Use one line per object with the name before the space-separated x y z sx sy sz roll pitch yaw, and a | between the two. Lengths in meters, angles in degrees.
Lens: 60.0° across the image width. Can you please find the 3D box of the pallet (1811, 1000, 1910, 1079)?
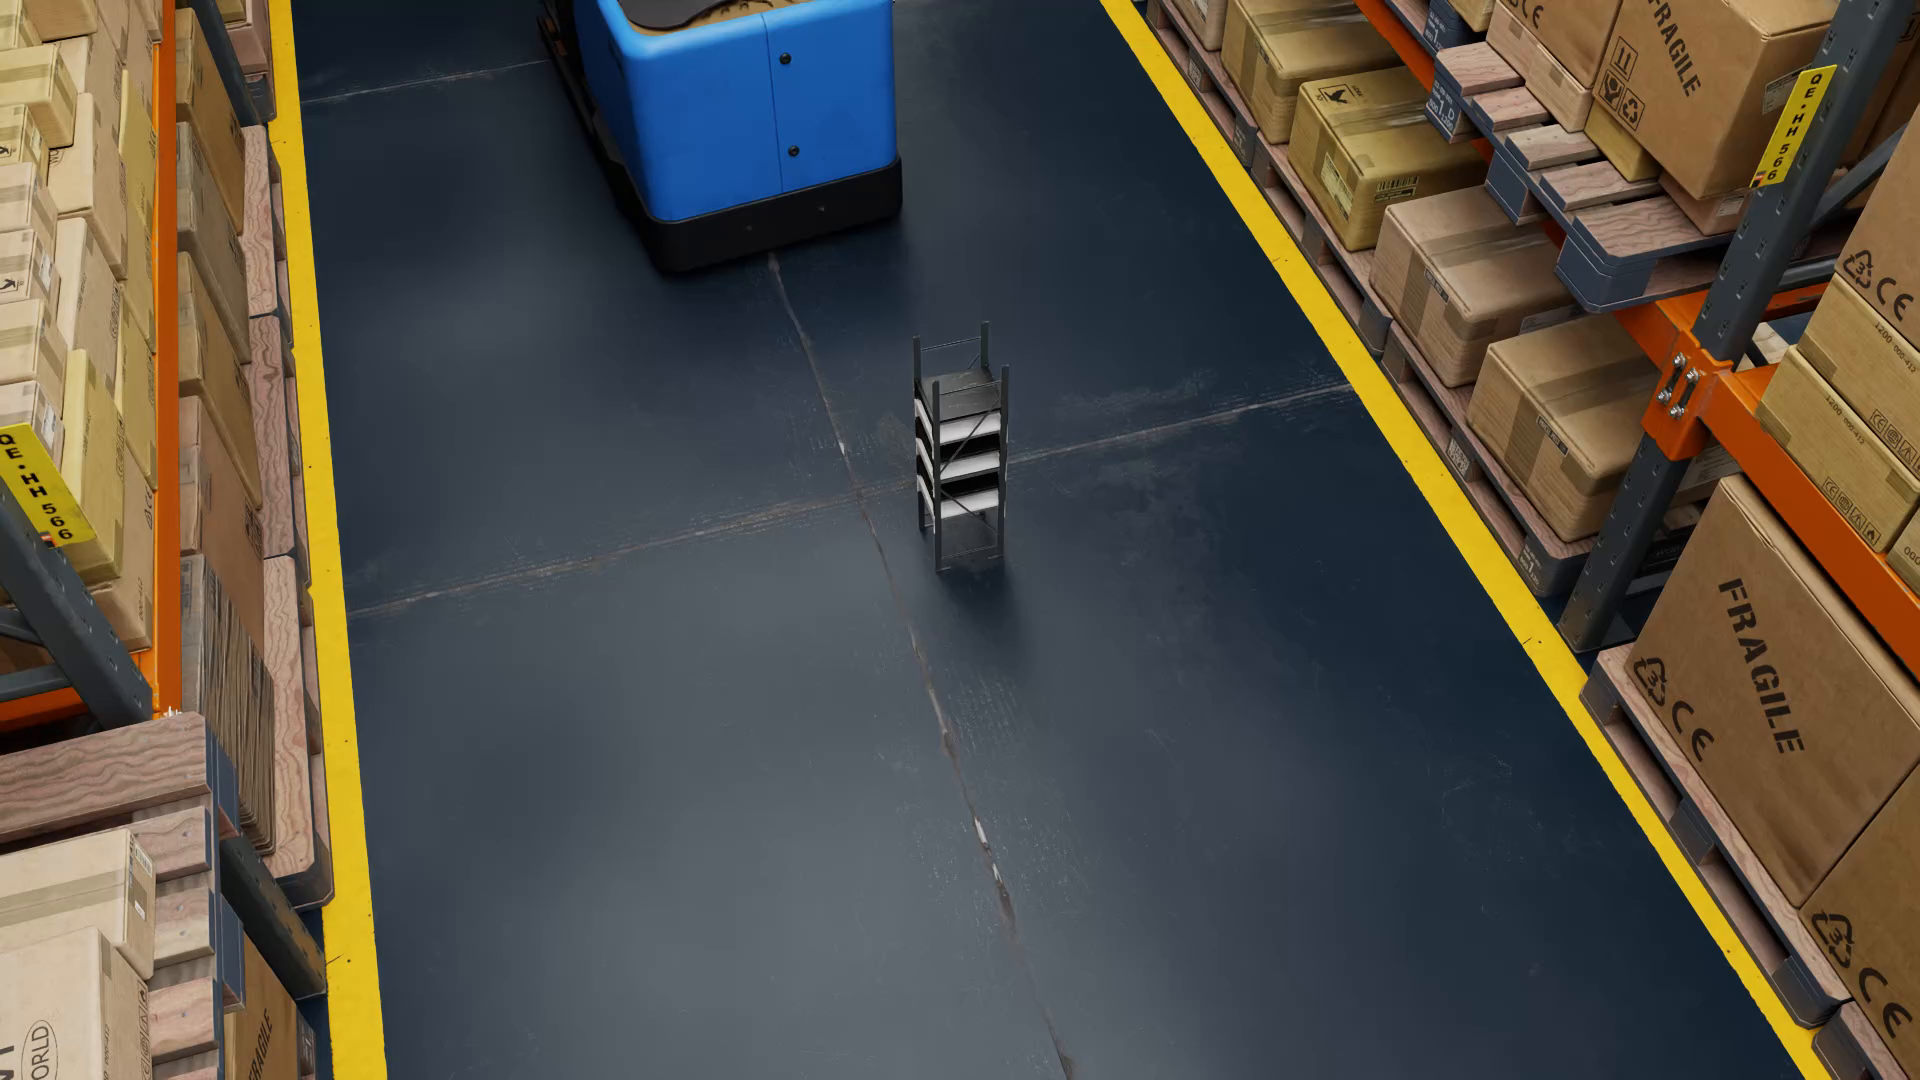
pallet | 2.986 1.634 4.234 1.003 0.211 1.213 -13 51 -11

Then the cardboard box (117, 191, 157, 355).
cardboard box | -2.474 -0.696 4.473 0.500 0.250 0.500 -15 51 -12

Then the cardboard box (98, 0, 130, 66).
cardboard box | -2.762 -1.606 4.913 0.500 0.250 0.500 -12 51 -10

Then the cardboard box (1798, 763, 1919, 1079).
cardboard box | 2.852 0.979 4.078 0.875 0.875 0.875 -13 51 -11

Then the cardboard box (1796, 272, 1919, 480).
cardboard box | 2.381 -0.433 3.925 0.500 0.250 0.500 -14 51 -11

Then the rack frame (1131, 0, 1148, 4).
rack frame | 1.284 -3.668 6.880 1.000 3.000 0.127 -13 51 -11

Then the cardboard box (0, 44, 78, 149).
cardboard box | -2.478 -1.103 4.228 0.380 0.149 0.250 -12 51 -10

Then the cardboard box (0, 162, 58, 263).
cardboard box | -2.356 -0.727 3.911 0.380 0.149 0.250 -13 51 -11

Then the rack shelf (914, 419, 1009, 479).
rack shelf | 0.002 -0.321 5.358 0.258 0.077 0.200 -13 51 -11

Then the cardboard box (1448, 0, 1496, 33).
cardboard box | 1.718 -1.724 5.131 0.380 0.149 0.250 -13 51 -10

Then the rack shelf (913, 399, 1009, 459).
rack shelf | 0.002 -0.379 5.289 0.258 0.077 0.200 -13 51 -11

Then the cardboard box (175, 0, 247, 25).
cardboard box | -3.304 -2.376 6.988 0.500 0.250 0.500 -14 51 -11

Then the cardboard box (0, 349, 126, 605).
cardboard box | -2.147 -0.119 3.660 0.500 0.250 0.500 -13 51 -11

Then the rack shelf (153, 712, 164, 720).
rack shelf | -1.682 2.071 2.513 1.077 0.370 4.000 -13 51 -11

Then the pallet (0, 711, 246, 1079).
pallet | -2.006 0.919 3.138 1.213 0.211 1.003 -13 51 -11

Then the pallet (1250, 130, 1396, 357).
pallet | 1.881 -1.308 6.715 1.003 0.211 1.213 -13 51 -11

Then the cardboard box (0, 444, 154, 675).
cardboard box | -2.171 0.047 3.846 0.500 0.250 0.500 -13 51 -11

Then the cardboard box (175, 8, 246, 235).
cardboard box | -3.291 -1.534 6.360 0.875 0.625 0.625 -11 51 -9

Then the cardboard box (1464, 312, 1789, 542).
cardboard box | 2.310 -0.450 5.611 0.950 0.372 0.625 -16 52 -13

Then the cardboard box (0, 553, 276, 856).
cardboard box | -2.445 0.550 4.603 0.875 0.625 0.625 -12 51 -10

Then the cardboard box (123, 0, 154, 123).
cardboard box | -2.786 -1.450 5.109 0.500 0.250 0.500 -13 51 -11

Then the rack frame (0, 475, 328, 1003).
rack frame | -2.273 0.378 3.469 1.000 3.000 0.127 -13 51 -11

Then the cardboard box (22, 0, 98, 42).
cardboard box | -2.584 -1.482 4.548 0.380 0.149 0.250 -15 51 -12

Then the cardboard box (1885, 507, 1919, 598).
cardboard box | 2.541 0.087 3.813 0.500 0.250 0.500 -15 51 -12

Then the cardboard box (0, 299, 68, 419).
cardboard box | -2.166 -0.357 3.599 0.380 0.149 0.250 -12 51 -10

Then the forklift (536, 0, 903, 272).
forklift | -1.276 -3.151 6.490 1.130 2.935 3.031 -18 52 -15

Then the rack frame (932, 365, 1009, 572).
rack frame | 0.032 -0.210 5.338 0.240 0.900 0.006 -13 51 -11

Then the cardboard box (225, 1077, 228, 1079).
cardboard box | -1.775 1.335 3.598 0.380 0.149 0.250 -16 52 -13

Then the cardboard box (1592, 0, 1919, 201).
cardboard box | 2.067 -1.279 4.332 0.500 0.500 0.500 -15 51 -12

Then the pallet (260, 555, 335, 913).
pallet | -2.479 0.667 5.050 1.003 0.211 1.213 -13 51 -11

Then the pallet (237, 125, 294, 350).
pallet | -3.201 -1.115 6.552 1.003 0.211 1.213 -13 51 -11

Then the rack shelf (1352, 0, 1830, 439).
rack shelf | 1.876 -1.975 5.924 1.077 0.370 4.000 -13 51 -11

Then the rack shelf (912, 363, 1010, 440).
rack shelf | 0.002 -0.437 5.220 0.258 0.077 0.200 -13 51 -11

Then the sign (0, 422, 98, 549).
sign | -1.758 -0.099 3.166 0.100 0.325 0.005 -13 51 -11

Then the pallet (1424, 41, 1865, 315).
pallet | 2.155 -1.181 4.909 1.213 0.211 1.003 -13 51 -11

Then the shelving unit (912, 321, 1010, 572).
shelving unit | 0.002 -0.284 5.401 0.258 0.900 0.210 -13 51 -11

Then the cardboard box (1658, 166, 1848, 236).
cardboard box | 2.146 -0.987 4.510 0.380 0.149 0.250 -12 51 -10

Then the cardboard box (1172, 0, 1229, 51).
cardboard box | 1.442 -2.574 7.402 0.950 0.372 0.625 -13 51 -11

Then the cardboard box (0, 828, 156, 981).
cardboard box | -1.712 0.717 3.073 0.380 0.149 0.250 -12 51 -10

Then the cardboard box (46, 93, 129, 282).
cardboard box | -2.455 -0.866 4.289 0.500 0.250 0.500 -14 51 -12

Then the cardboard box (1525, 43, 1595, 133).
cardboard box | 1.880 -1.341 4.808 0.380 0.149 0.250 -14 51 -11

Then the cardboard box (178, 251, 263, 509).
cardboard box | -2.845 -0.417 5.418 0.875 0.625 0.625 -15 52 -12

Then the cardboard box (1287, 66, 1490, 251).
cardboard box | 1.865 -1.542 6.532 0.950 0.372 0.625 -12 51 -10
